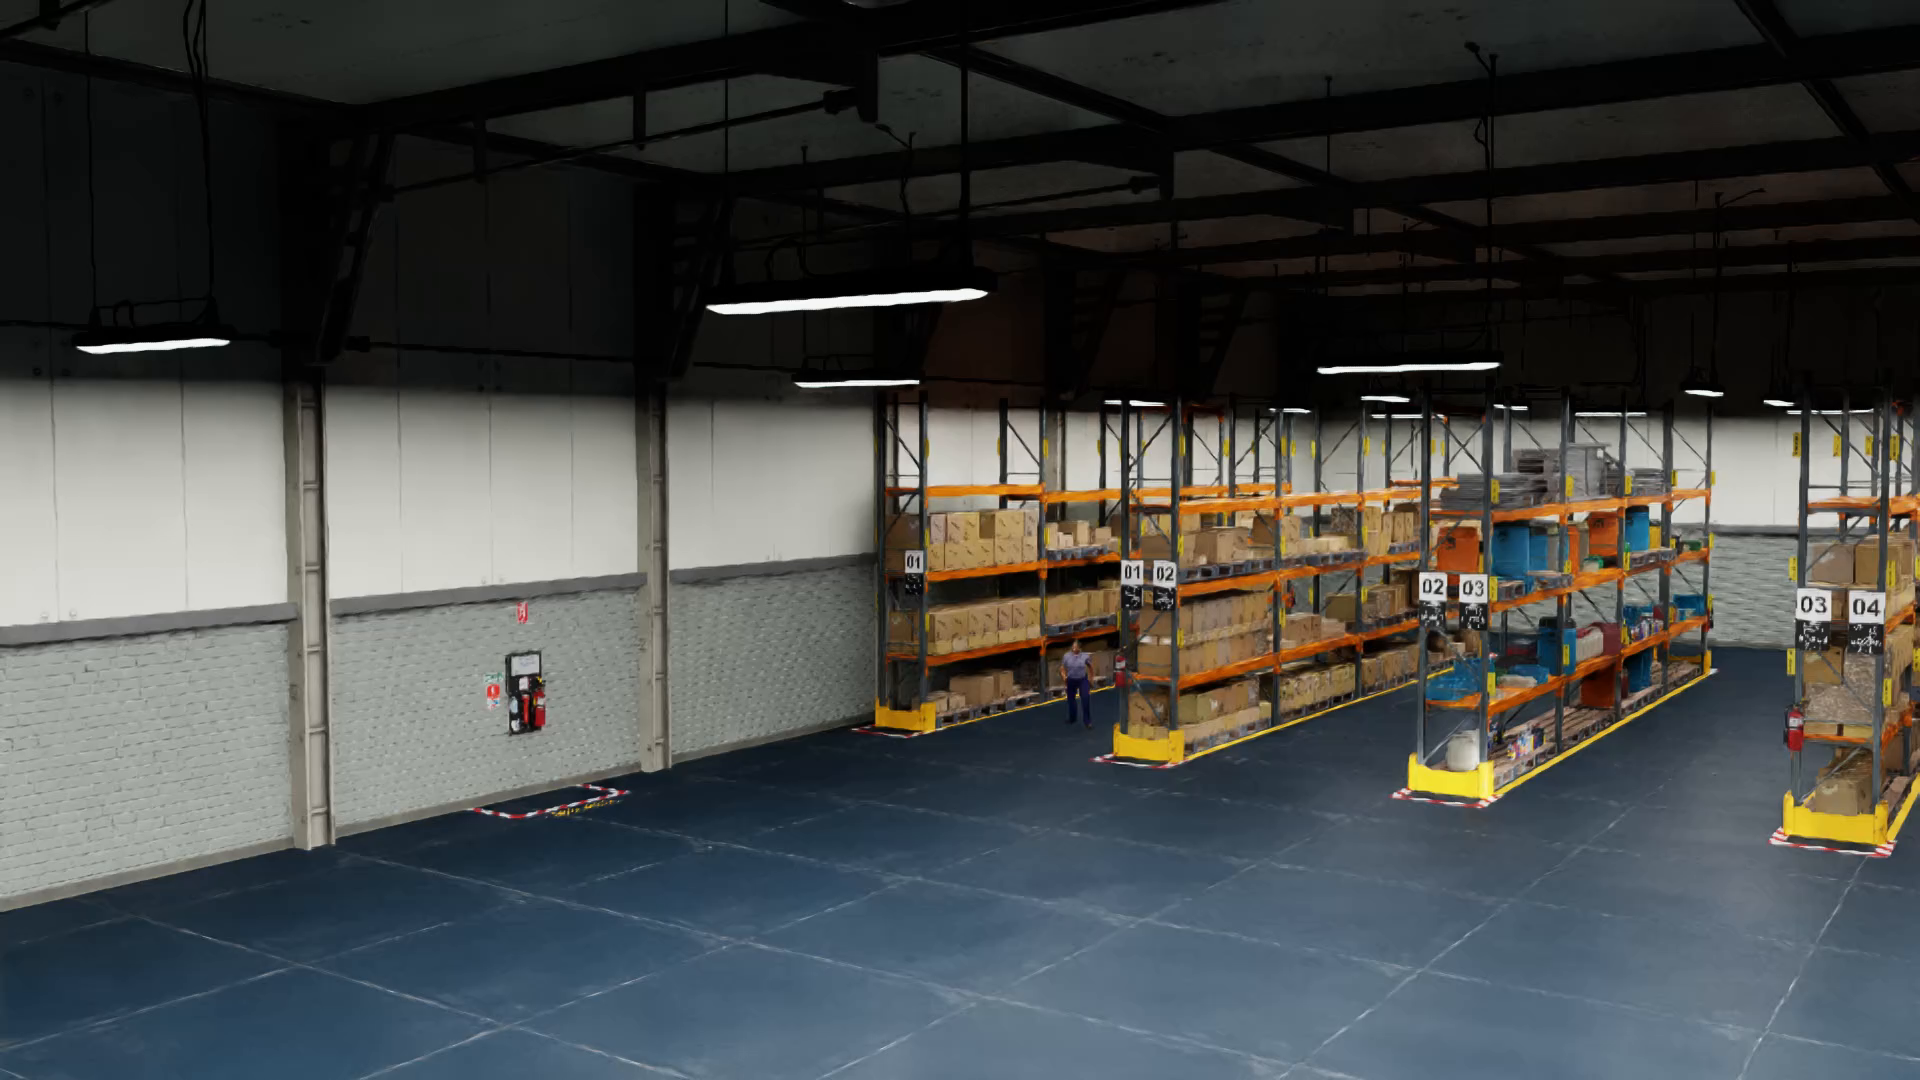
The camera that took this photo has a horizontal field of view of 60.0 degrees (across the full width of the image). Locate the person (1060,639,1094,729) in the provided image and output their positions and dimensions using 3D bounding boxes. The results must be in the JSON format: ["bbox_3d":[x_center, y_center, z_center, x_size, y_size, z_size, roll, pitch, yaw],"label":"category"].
[{"bbox_3d":[2.134,2.548,29.824,0.647,1.577,0.821,1,3,17],"label":"person"}]
